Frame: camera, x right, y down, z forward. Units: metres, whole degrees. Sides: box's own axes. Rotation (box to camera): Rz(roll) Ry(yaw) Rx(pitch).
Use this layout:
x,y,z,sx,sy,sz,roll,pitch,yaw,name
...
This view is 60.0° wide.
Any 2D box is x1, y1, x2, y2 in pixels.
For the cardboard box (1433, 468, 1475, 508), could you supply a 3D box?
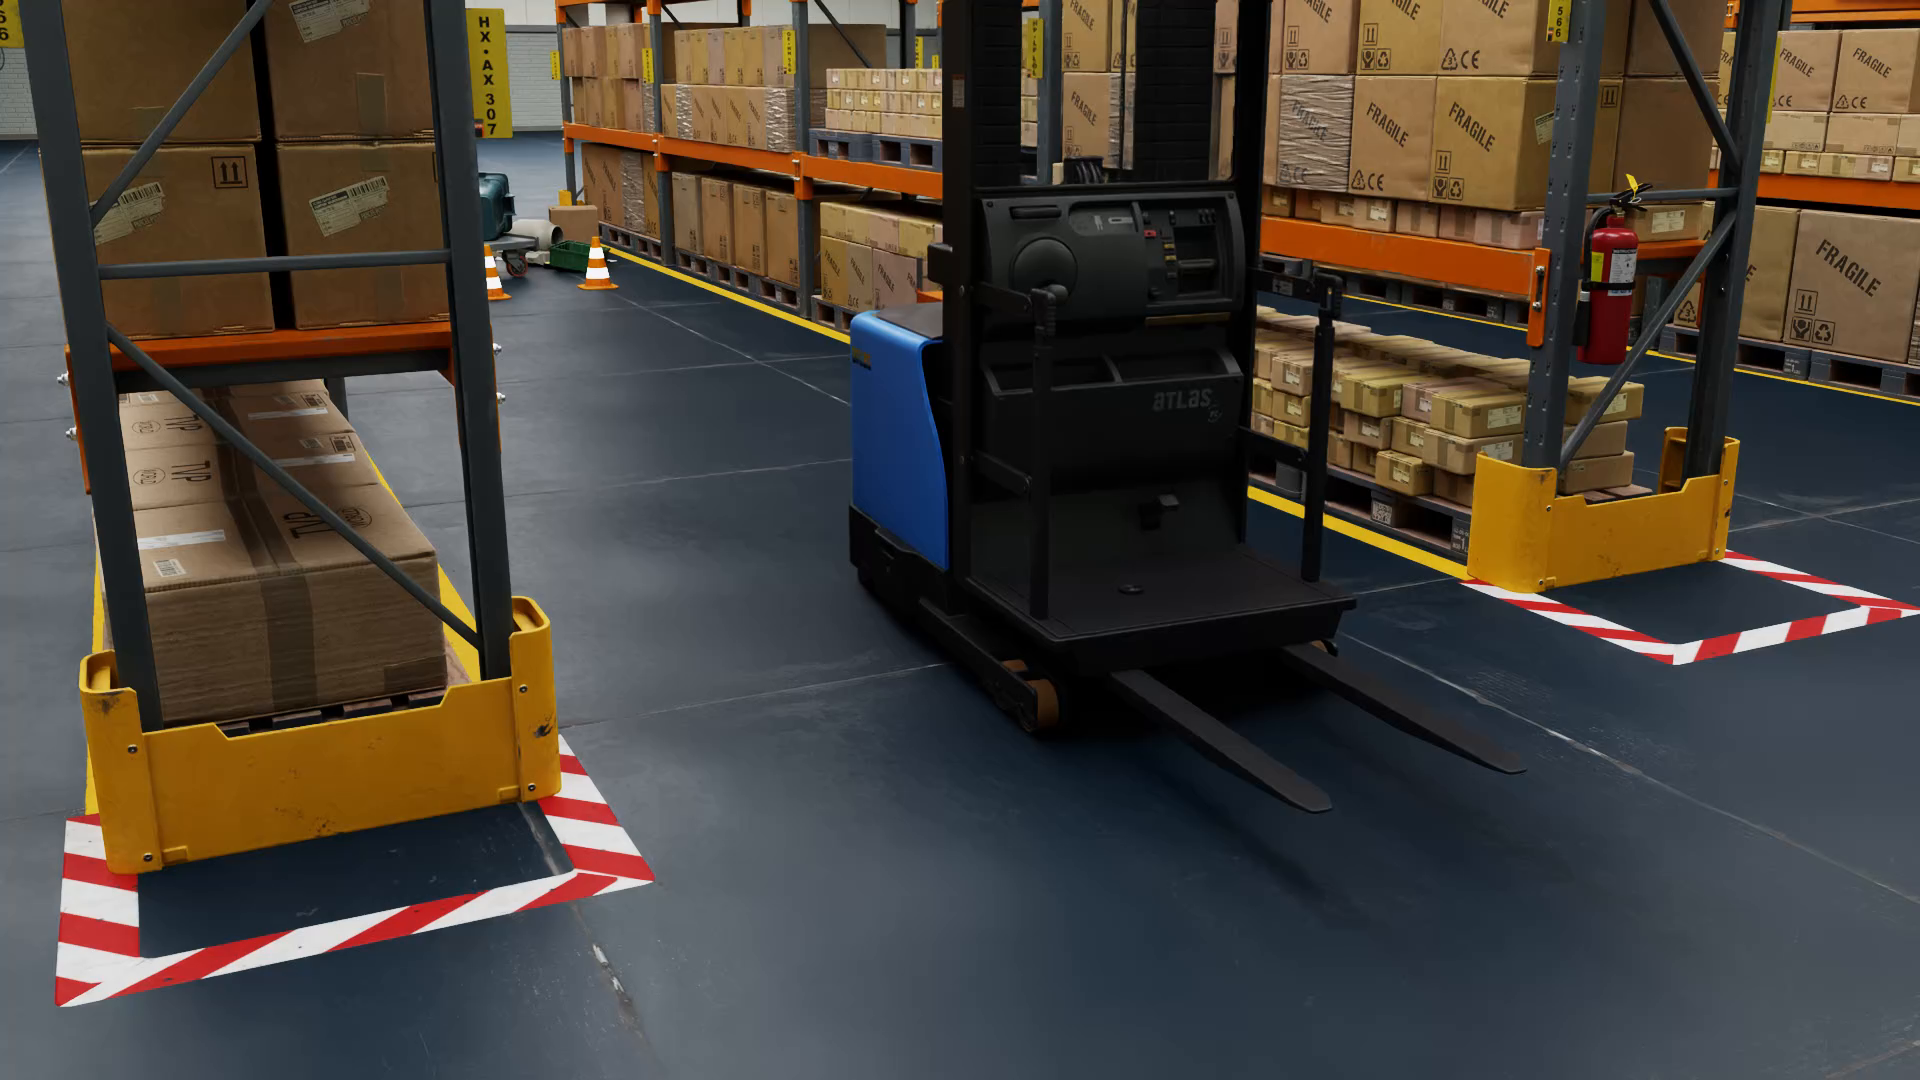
x,y,z,sx,sy,sz,roll,pitch,yaw,name
2.257,-0.256,7.113,0.380,0.149,0.250,-7,18,-24,cardboard box

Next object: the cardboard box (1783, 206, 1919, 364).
x,y,z,sx,sy,sz,roll,pitch,yaw,name
6.037,-1.670,10.721,0.875,0.875,0.875,-8,18,-25,cardboard box

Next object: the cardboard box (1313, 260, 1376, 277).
x,y,z,sx,sy,sz,roll,pitch,yaw,name
3.957,-2.884,14.954,1.225,0.875,0.875,-9,18,-27,cardboard box

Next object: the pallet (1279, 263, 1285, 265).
x,y,z,sx,sy,sz,roll,pitch,yaw,name
2.801,-3.033,17.437,1.003,0.211,1.213,-8,18,-25,pallet

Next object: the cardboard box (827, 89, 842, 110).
x,y,z,sx,sy,sz,roll,pitch,yaw,name
-0.799,-3.383,12.756,0.380,0.149,0.250,-7,17,-22,cardboard box

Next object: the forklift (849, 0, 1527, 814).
x,y,z,sx,sy,sz,roll,pitch,yaw,name
0.594,-0.944,5.226,1.130,2.935,3.031,-7,17,-22,forklift

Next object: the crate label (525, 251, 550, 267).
x,y,z,sx,sy,sz,roll,pitch,yaw,name
-4.316,-2.891,17.077,0.250,0.136,0.298,7,17,23,crate label

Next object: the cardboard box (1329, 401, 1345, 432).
x,y,z,sx,sy,sz,roll,pitch,yaw,name
1.933,-0.598,7.764,0.380,0.149,0.250,-8,18,-26,cardboard box

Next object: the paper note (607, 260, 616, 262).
x,y,z,sx,sy,sz,roll,pitch,yaw,name
-3.691,-2.925,17.388,0.142,0.020,0.147,7,17,23,paper note

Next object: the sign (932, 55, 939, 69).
x,y,z,sx,sy,sz,roll,pitch,yaw,name
-0.319,-6.212,21.888,0.100,0.325,0.005,-8,18,-25,sign

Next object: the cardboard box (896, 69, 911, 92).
x,y,z,sx,sy,sz,roll,pitch,yaw,name
-0.224,-3.206,11.602,0.380,0.149,0.250,-7,17,-23,cardboard box

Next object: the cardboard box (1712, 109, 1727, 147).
x,y,z,sx,sy,sz,roll,pitch,yaw,name
5.396,-2.808,11.331,0.500,0.250,0.500,-8,18,-26,cardboard box

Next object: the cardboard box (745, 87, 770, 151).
x,y,z,sx,sy,sz,roll,pitch,yaw,name
-1.486,-3.554,14.017,0.500,0.500,0.500,-8,18,-25,cardboard box

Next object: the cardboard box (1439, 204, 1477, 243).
x,y,z,sx,sy,sz,roll,pitch,yaw,name
2.203,-1.312,6.838,0.380,0.149,0.250,-8,18,-25,cardboard box

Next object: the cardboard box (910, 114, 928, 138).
x,y,z,sx,sy,sz,roll,pitch,yaw,name
-0.120,-2.856,11.458,0.380,0.149,0.250,-8,18,-27,cardboard box

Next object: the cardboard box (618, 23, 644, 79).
x,y,z,sx,sy,sz,roll,pitch,yaw,name
-3.058,-5.104,17.369,0.875,0.550,0.550,-8,18,-25,cardboard box

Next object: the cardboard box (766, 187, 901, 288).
x,y,z,sx,sy,sz,roll,pitch,yaw,name
-1.016,-2.585,14.139,1.050,0.750,0.750,-8,18,-26,cardboard box

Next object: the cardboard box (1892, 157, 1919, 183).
x,y,z,sx,sy,sz,roll,pitch,yaw,name
5.940,-2.265,10.161,0.380,0.149,0.250,-8,18,-26,cardboard box

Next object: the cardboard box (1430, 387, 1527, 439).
x,y,z,sx,sy,sz,roll,pitch,yaw,name
2.215,-0.538,7.014,0.380,0.149,0.250,-7,18,-24,cardboard box

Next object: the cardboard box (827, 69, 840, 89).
x,y,z,sx,sy,sz,roll,pitch,yaw,name
-0.800,-3.531,12.733,0.380,0.149,0.250,-8,18,-25,cardboard box

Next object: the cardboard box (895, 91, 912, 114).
x,y,z,sx,sy,sz,roll,pitch,yaw,name
-0.233,-3.064,11.644,0.380,0.149,0.250,-8,18,-25,cardboard box

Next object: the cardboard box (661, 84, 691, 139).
x,y,z,sx,sy,sz,roll,pitch,yaw,name
-2.594,-4.180,16.197,0.500,0.500,0.500,-7,18,-24,cardboard box

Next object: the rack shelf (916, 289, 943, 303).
x,y,z,sx,sy,sz,roll,pitch,yaw,name
0.023,-0.956,6.981,0.258,0.148,0.480,-7,17,-22,rack shelf

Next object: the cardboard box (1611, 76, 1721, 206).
x,y,z,sx,sy,sz,roll,pitch,yaw,name
2.726,-1.655,6.860,0.500,0.500,0.500,-7,17,-22,cardboard box

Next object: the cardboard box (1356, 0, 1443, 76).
x,y,z,sx,sy,sz,roll,pitch,yaw,name
2.029,-2.200,6.946,0.500,0.500,0.500,-8,18,-27,cardboard box

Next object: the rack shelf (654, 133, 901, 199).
x,y,z,sx,sy,sz,roll,pitch,yaw,name
-1.706,-3.453,15.150,1.077,0.370,4.000,-8,18,-25,rack shelf

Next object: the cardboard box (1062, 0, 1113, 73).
x,y,z,sx,sy,sz,roll,pitch,yaw,name
0.901,-2.842,9.181,0.500,0.500,0.500,-7,18,-24,cardboard box

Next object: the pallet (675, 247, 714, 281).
x,y,z,sx,sy,sz,roll,pitch,yaw,name
-2.177,-2.772,16.529,1.003,0.211,1.213,-8,18,-25,pallet

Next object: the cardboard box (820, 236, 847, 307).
x,y,z,sx,sy,sz,roll,pitch,yaw,name
-0.749,-2.097,12.891,0.500,0.500,0.500,-8,18,-27,cardboard box

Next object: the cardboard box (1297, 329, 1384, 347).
x,y,z,sx,sy,sz,roll,pitch,yaw,name
1.960,-0.983,8.565,0.380,0.149,0.250,-8,18,-25,cardboard box

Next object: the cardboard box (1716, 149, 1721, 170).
x,y,z,sx,sy,sz,roll,pitch,yaw,name
5.371,-2.586,11.280,0.380,0.149,0.250,-8,18,-27,cardboard box

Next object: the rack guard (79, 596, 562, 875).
x,y,z,sx,sy,sz,roll,pitch,yaw,name
-1.720,0.511,4.563,1.175,0.500,0.348,-8,18,-25,rack guard

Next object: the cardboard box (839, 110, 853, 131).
x,y,z,sx,sy,sz,roll,pitch,yaw,name
-0.698,-3.182,12.596,0.380,0.149,0.250,-7,17,-22,cardboard box

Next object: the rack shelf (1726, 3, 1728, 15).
x,y,z,sx,sy,sz,roll,pitch,yaw,name
9.002,-5.076,15.367,1.077,0.370,4.000,-8,18,-25,rack shelf

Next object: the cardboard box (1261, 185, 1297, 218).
x,y,z,sx,sy,sz,roll,pitch,yaw,name
1.662,-1.639,7.980,0.380,0.149,0.250,-7,18,-24,cardboard box

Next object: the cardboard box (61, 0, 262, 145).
x,y,z,sx,sy,sz,roll,pitch,yaw,name
-2.156,-1.316,4.403,0.500,0.500,0.500,-7,17,-23,cardboard box

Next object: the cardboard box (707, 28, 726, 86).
x,y,z,sx,sy,sz,roll,pitch,yaw,name
-1.911,-4.448,15.320,0.700,0.500,0.500,-7,18,-24,cardboard box

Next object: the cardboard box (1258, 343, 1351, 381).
x,y,z,sx,sy,sz,roll,pitch,yaw,name
1.689,-0.866,8.159,0.380,0.149,0.250,-8,18,-27,cardboard box

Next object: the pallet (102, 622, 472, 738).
x,y,z,sx,sy,sz,roll,pitch,yaw,name
-2.151,0.455,5.281,1.003,0.211,1.213,-8,18,-25,pallet

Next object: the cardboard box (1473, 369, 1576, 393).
x,y,z,sx,sy,sz,roll,pitch,yaw,name
2.522,-0.662,7.447,0.380,0.149,0.250,-7,18,-24,cardboard box

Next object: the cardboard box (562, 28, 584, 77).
x,y,z,sx,sy,sz,roll,pitch,yaw,name
-4.207,-5.781,19.729,0.875,0.550,0.550,-8,18,-25,cardboard box

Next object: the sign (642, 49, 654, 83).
x,y,z,sx,sy,sz,roll,pitch,yaw,name
-3.081,-4.682,16.414,0.100,0.325,0.005,-8,18,-25,sign

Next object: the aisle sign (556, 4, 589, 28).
x,y,z,sx,sy,sz,roll,pitch,yaw,name
-4.635,-6.518,19.812,0.394,0.787,0.004,-8,18,-25,aisle sign

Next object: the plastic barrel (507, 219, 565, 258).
x,y,z,sx,sy,sz,roll,pitch,yaw,name
-4.458,-3.152,17.469,0.512,0.421,0.421,4,16,13,plastic barrel

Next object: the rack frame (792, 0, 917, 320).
x,y,z,sx,sy,sz,roll,pitch,yaw,name
-0.830,-3.303,13.323,1.000,3.000,0.127,-8,18,-25,rack frame

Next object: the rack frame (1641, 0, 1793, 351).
x,y,z,sx,sy,sz,roll,pitch,yaw,name
5.425,-2.886,11.868,1.000,3.000,0.127,-8,18,-25,rack frame

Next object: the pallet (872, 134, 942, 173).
x,y,z,sx,sy,sz,roll,pitch,yaw,name
0.074,-2.725,11.656,1.003,0.211,1.213,-8,18,-25,pallet

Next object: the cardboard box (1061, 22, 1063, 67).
x,y,z,sx,sy,sz,roll,pitch,yaw,name
1.476,-5.619,18.860,0.500,0.500,0.500,-8,18,-25,cardboard box

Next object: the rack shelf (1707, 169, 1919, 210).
x,y,z,sx,sy,sz,roll,pitch,yaw,name
6.302,-2.044,10.239,1.077,0.370,4.000,-8,18,-25,rack shelf

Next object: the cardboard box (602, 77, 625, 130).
x,y,z,sx,sy,sz,roll,pitch,yaw,name
-3.469,-4.858,18.470,0.875,0.550,0.500,-8,18,-25,cardboard box

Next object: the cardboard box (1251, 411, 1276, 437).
x,y,z,sx,sy,sz,roll,pitch,yaw,name
1.625,-0.569,8.203,0.380,0.149,0.250,-7,18,-24,cardboard box

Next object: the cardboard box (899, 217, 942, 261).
x,y,z,sx,sy,sz,roll,pitch,yaw,name
-0.089,-2.085,11.488,0.500,0.250,0.500,-9,18,-27,cardboard box

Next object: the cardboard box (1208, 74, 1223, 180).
x,y,z,sx,sy,sz,roll,pitch,yaw,name
1.324,-2.098,8.403,0.500,0.500,0.500,-8,18,-26,cardboard box

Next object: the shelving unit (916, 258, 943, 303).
x,y,z,sx,sy,sz,roll,pitch,yaw,name
0.023,-0.578,7.089,0.258,1.200,0.503,-7,17,-22,shelving unit
